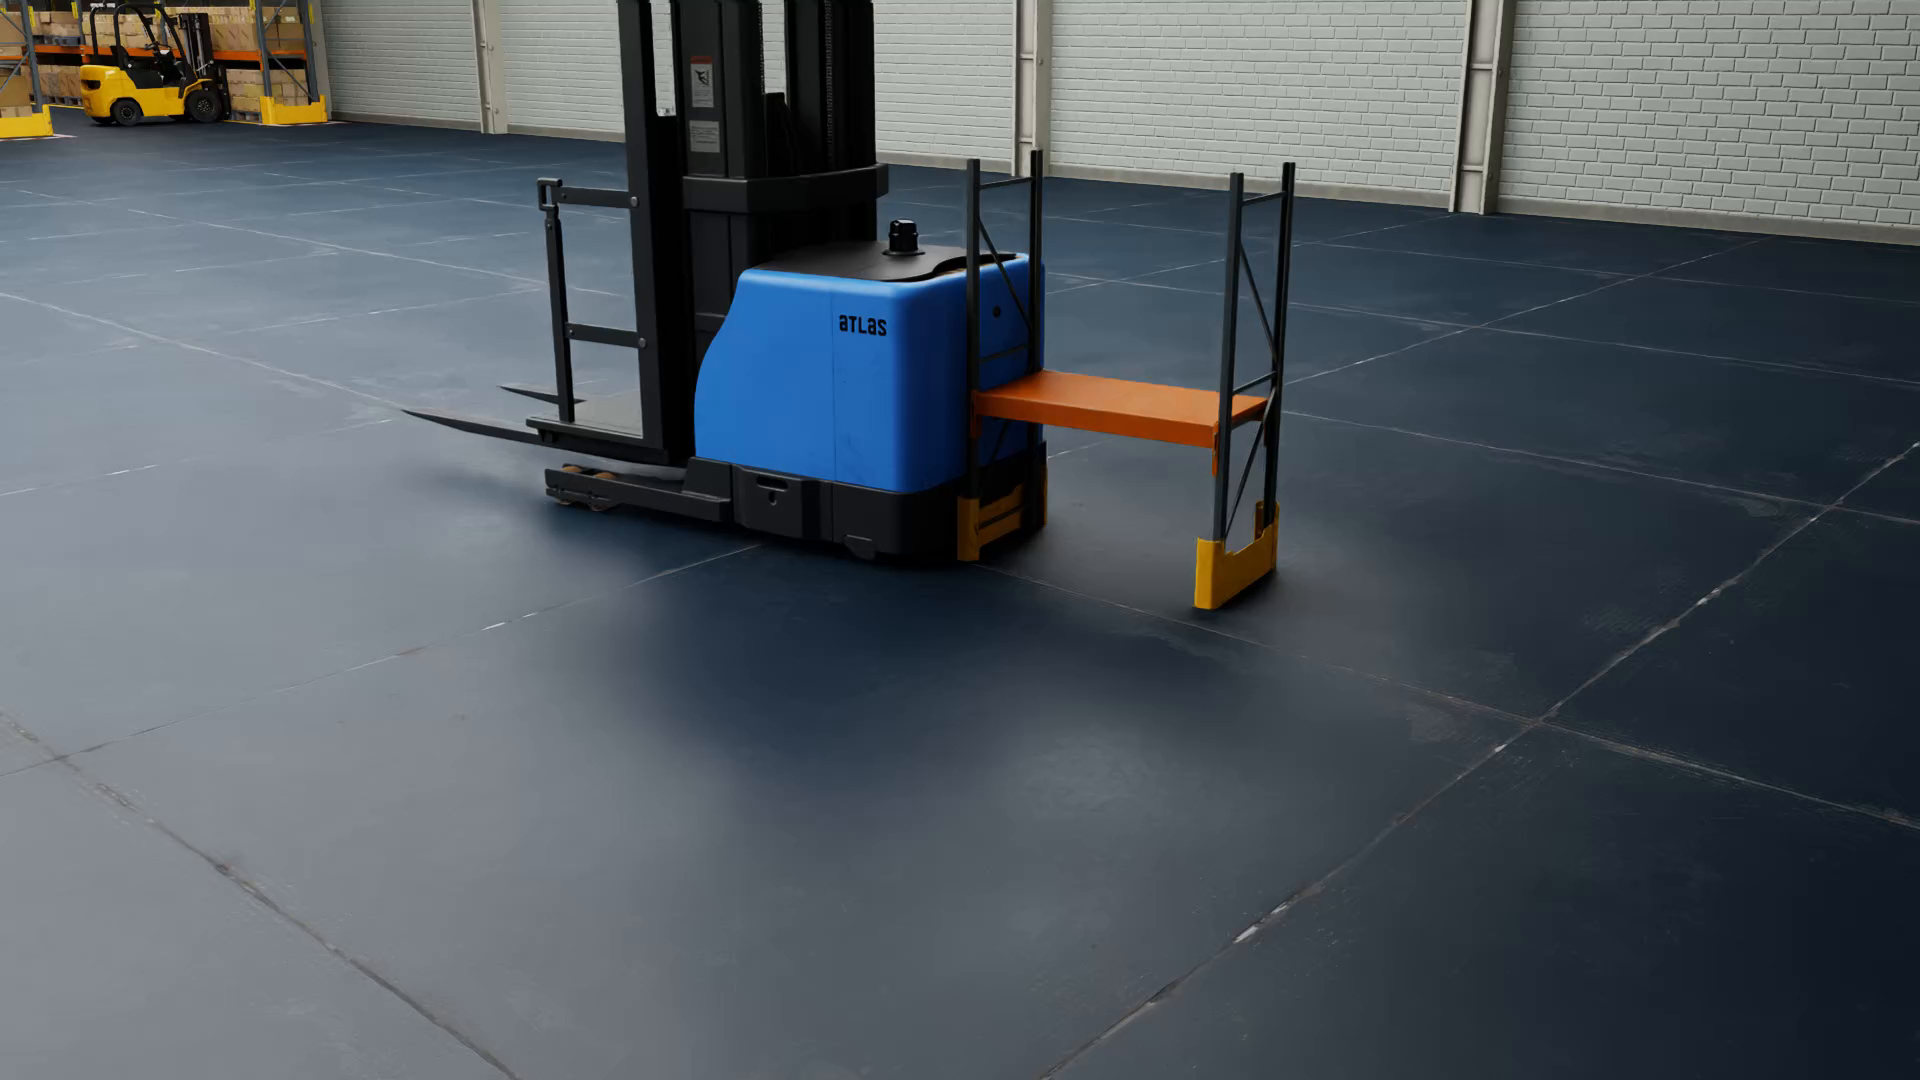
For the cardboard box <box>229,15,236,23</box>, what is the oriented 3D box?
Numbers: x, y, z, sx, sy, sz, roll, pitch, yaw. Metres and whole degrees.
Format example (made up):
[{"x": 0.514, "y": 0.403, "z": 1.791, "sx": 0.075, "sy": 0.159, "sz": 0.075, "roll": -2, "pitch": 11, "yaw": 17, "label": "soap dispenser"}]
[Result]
[{"x": -13.624, "y": -9.885, "z": 31.563, "sx": 0.250, "sy": 0.149, "sz": 0.380, "roll": 15, "pitch": 23, "yaw": 39, "label": "cardboard box"}]

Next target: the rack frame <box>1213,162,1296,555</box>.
[{"x": 1.028, "y": -0.545, "z": 5.849, "sx": 0.032, "sy": 1.500, "sz": 0.500, "roll": 11, "pitch": 21, "yaw": 31, "label": "rack frame"}]

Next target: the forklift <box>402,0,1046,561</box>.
[{"x": -1.162, "y": -1.636, "z": 6.922, "sx": 3.031, "sy": 2.935, "sz": 1.130, "roll": 11, "pitch": 21, "yaw": 31, "label": "forklift"}]

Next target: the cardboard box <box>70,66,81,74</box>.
[{"x": -19.382, "y": -10.373, "z": 36.704, "sx": 0.250, "sy": 0.149, "sz": 0.380, "roll": 14, "pitch": 22, "yaw": 36, "label": "cardboard box"}]

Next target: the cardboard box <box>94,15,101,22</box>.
[{"x": -18.167, "y": -11.093, "z": 35.368, "sx": 0.250, "sy": 0.149, "sz": 0.380, "roll": 16, "pitch": 24, "yaw": 41, "label": "cardboard box"}]

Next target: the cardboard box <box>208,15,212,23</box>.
[{"x": -14.421, "y": -10.081, "z": 32.180, "sx": 0.250, "sy": 0.149, "sz": 0.380, "roll": 14, "pitch": 23, "yaw": 38, "label": "cardboard box"}]

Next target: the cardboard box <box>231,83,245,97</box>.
[{"x": -13.576, "y": -8.617, "z": 31.831, "sx": 0.500, "sy": 0.250, "sz": 0.500, "roll": 15, "pitch": 23, "yaw": 39, "label": "cardboard box"}]

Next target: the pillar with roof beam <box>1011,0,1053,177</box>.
[{"x": -1.954, "y": -7.974, "z": 16.862, "sx": 0.400, "sy": 9.000, "sz": 9.100, "roll": 15, "pitch": 23, "yaw": 39, "label": "pillar with roof beam"}]

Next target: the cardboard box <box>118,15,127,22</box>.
[{"x": -17.256, "y": -10.823, "z": 34.519, "sx": 0.250, "sy": 0.149, "sz": 0.380, "roll": 14, "pitch": 23, "yaw": 38, "label": "cardboard box"}]

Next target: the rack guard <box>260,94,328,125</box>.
[{"x": -12.618, "y": -8.163, "z": 31.507, "sx": 0.348, "sy": 0.500, "sz": 1.175, "roll": 15, "pitch": 23, "yaw": 39, "label": "rack guard"}]

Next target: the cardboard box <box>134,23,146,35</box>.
[{"x": -16.555, "y": -10.472, "z": 34.070, "sx": 0.500, "sy": 0.250, "sz": 0.500, "roll": 14, "pitch": 23, "yaw": 38, "label": "cardboard box"}]

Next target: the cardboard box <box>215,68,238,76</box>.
[{"x": -14.332, "y": -9.051, "z": 32.371, "sx": 0.500, "sy": 0.250, "sz": 0.500, "roll": 14, "pitch": 23, "yaw": 38, "label": "cardboard box"}]

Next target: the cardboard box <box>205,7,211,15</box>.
[{"x": -14.372, "y": -10.243, "z": 32.199, "sx": 0.250, "sy": 0.149, "sz": 0.380, "roll": 15, "pitch": 23, "yaw": 39, "label": "cardboard box"}]

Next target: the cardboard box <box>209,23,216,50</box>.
[{"x": -14.327, "y": -9.754, "z": 32.222, "sx": 0.500, "sy": 0.500, "sz": 0.500, "roll": 15, "pitch": 23, "yaw": 40, "label": "cardboard box"}]

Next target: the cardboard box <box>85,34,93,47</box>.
[{"x": -18.450, "y": -10.750, "z": 35.773, "sx": 0.500, "sy": 0.250, "sz": 0.500, "roll": 15, "pitch": 23, "yaw": 39, "label": "cardboard box"}]

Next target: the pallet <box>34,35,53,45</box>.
[{"x": -20.078, "y": -11.264, "z": 37.461, "sx": 1.213, "sy": 0.211, "sz": 1.003, "roll": 15, "pitch": 23, "yaw": 39, "label": "pallet"}]

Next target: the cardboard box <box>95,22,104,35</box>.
[{"x": -18.077, "y": -10.887, "z": 35.380, "sx": 0.500, "sy": 0.250, "sz": 0.500, "roll": 16, "pitch": 24, "yaw": 41, "label": "cardboard box"}]

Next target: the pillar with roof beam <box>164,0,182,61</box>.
[{"x": -19.904, "y": -12.793, "z": 32.046, "sx": 0.400, "sy": 9.000, "sz": 9.100, "roll": 15, "pitch": 23, "yaw": 39, "label": "pillar with roof beam"}]

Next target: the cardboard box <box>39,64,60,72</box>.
[{"x": -20.848, "y": -10.815, "z": 38.098, "sx": 0.250, "sy": 0.149, "sz": 0.380, "roll": 15, "pitch": 23, "yaw": 38, "label": "cardboard box"}]

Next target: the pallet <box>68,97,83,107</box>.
[{"x": -19.153, "y": -9.795, "z": 37.126, "sx": 1.213, "sy": 0.211, "sz": 1.003, "roll": 15, "pitch": 23, "yaw": 39, "label": "pallet"}]

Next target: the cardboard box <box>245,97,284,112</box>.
[{"x": -13.198, "y": -8.272, "z": 31.568, "sx": 0.500, "sy": 0.250, "sz": 0.500, "roll": 15, "pitch": 23, "yaw": 40, "label": "cardboard box"}]

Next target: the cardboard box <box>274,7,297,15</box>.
[{"x": -12.746, "y": -9.974, "z": 31.350, "sx": 0.250, "sy": 0.149, "sz": 0.380, "roll": 14, "pitch": 23, "yaw": 38, "label": "cardboard box"}]

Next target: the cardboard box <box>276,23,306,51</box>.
[{"x": -12.823, "y": -9.569, "z": 31.640, "sx": 0.500, "sy": 0.500, "sz": 0.500, "roll": 16, "pitch": 24, "yaw": 41, "label": "cardboard box"}]

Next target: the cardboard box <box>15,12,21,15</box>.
[{"x": -21.011, "y": -11.765, "z": 37.864, "sx": 0.500, "sy": 0.500, "sz": 0.700, "roll": 15, "pitch": 23, "yaw": 40, "label": "cardboard box"}]

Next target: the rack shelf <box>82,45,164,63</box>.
[{"x": -17.124, "y": -10.221, "z": 35.049, "sx": 4.000, "sy": 0.370, "sz": 1.077, "roll": 15, "pitch": 23, "yaw": 39, "label": "rack shelf"}]

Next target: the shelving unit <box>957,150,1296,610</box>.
[{"x": 0.591, "y": -0.629, "z": 6.113, "sx": 1.083, "sy": 1.500, "sz": 0.587, "roll": 11, "pitch": 21, "yaw": 31, "label": "shelving unit"}]

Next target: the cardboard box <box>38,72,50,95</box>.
[{"x": -20.624, "y": -10.424, "z": 37.935, "sx": 0.500, "sy": 0.500, "sz": 0.500, "roll": 14, "pitch": 22, "yaw": 38, "label": "cardboard box"}]

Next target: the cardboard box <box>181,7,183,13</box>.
[{"x": -15.135, "y": -10.449, "z": 32.847, "sx": 0.250, "sy": 0.149, "sz": 0.380, "roll": 14, "pitch": 23, "yaw": 38, "label": "cardboard box"}]

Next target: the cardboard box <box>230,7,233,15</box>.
[{"x": -13.600, "y": -10.038, "z": 31.553, "sx": 0.250, "sy": 0.149, "sz": 0.380, "roll": 15, "pitch": 23, "yaw": 40, "label": "cardboard box"}]

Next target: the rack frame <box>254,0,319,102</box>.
[{"x": -12.636, "y": -9.359, "z": 31.144, "sx": 0.127, "sy": 3.000, "sz": 1.000, "roll": 15, "pitch": 23, "yaw": 39, "label": "rack frame"}]

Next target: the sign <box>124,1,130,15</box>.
[{"x": -18.254, "y": -11.644, "z": 36.428, "sx": 0.005, "sy": 0.325, "sz": 0.100, "roll": 15, "pitch": 23, "yaw": 39, "label": "sign"}]

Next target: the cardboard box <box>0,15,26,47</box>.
[{"x": -16.099, "y": -8.583, "z": 28.040, "sx": 0.500, "sy": 0.500, "sz": 0.500, "roll": 15, "pitch": 23, "yaw": 38, "label": "cardboard box"}]

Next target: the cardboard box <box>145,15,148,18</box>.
[{"x": -16.384, "y": -10.646, "z": 33.962, "sx": 0.250, "sy": 0.149, "sz": 0.380, "roll": 15, "pitch": 23, "yaw": 39, "label": "cardboard box"}]

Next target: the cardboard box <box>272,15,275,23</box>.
[{"x": -12.945, "y": -9.878, "z": 31.541, "sx": 0.250, "sy": 0.149, "sz": 0.380, "roll": 15, "pitch": 23, "yaw": 39, "label": "cardboard box"}]

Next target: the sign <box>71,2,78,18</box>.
[{"x": -18.973, "y": -11.355, "z": 35.649, "sx": 0.005, "sy": 0.325, "sz": 0.100, "roll": 15, "pitch": 23, "yaw": 39, "label": "sign"}]

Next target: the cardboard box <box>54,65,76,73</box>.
[{"x": -20.131, "y": -10.598, "z": 37.412, "sx": 0.250, "sy": 0.149, "sz": 0.380, "roll": 14, "pitch": 22, "yaw": 37, "label": "cardboard box"}]

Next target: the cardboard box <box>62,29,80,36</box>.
[{"x": -19.366, "y": -11.091, "z": 36.322, "sx": 0.250, "sy": 0.149, "sz": 0.380, "roll": 16, "pitch": 23, "yaw": 40, "label": "cardboard box"}]

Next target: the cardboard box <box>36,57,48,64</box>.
[{"x": -21.294, "y": -11.055, "z": 38.360, "sx": 0.250, "sy": 0.149, "sz": 0.380, "roll": 14, "pitch": 22, "yaw": 37, "label": "cardboard box"}]

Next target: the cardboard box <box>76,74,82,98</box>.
[{"x": -19.079, "y": -10.011, "z": 36.634, "sx": 0.500, "sy": 0.500, "sz": 0.500, "roll": 16, "pitch": 24, "yaw": 41, "label": "cardboard box"}]

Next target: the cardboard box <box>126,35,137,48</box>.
[{"x": -16.910, "y": -10.339, "z": 34.480, "sx": 0.500, "sy": 0.250, "sz": 0.500, "roll": 15, "pitch": 23, "yaw": 40, "label": "cardboard box"}]
